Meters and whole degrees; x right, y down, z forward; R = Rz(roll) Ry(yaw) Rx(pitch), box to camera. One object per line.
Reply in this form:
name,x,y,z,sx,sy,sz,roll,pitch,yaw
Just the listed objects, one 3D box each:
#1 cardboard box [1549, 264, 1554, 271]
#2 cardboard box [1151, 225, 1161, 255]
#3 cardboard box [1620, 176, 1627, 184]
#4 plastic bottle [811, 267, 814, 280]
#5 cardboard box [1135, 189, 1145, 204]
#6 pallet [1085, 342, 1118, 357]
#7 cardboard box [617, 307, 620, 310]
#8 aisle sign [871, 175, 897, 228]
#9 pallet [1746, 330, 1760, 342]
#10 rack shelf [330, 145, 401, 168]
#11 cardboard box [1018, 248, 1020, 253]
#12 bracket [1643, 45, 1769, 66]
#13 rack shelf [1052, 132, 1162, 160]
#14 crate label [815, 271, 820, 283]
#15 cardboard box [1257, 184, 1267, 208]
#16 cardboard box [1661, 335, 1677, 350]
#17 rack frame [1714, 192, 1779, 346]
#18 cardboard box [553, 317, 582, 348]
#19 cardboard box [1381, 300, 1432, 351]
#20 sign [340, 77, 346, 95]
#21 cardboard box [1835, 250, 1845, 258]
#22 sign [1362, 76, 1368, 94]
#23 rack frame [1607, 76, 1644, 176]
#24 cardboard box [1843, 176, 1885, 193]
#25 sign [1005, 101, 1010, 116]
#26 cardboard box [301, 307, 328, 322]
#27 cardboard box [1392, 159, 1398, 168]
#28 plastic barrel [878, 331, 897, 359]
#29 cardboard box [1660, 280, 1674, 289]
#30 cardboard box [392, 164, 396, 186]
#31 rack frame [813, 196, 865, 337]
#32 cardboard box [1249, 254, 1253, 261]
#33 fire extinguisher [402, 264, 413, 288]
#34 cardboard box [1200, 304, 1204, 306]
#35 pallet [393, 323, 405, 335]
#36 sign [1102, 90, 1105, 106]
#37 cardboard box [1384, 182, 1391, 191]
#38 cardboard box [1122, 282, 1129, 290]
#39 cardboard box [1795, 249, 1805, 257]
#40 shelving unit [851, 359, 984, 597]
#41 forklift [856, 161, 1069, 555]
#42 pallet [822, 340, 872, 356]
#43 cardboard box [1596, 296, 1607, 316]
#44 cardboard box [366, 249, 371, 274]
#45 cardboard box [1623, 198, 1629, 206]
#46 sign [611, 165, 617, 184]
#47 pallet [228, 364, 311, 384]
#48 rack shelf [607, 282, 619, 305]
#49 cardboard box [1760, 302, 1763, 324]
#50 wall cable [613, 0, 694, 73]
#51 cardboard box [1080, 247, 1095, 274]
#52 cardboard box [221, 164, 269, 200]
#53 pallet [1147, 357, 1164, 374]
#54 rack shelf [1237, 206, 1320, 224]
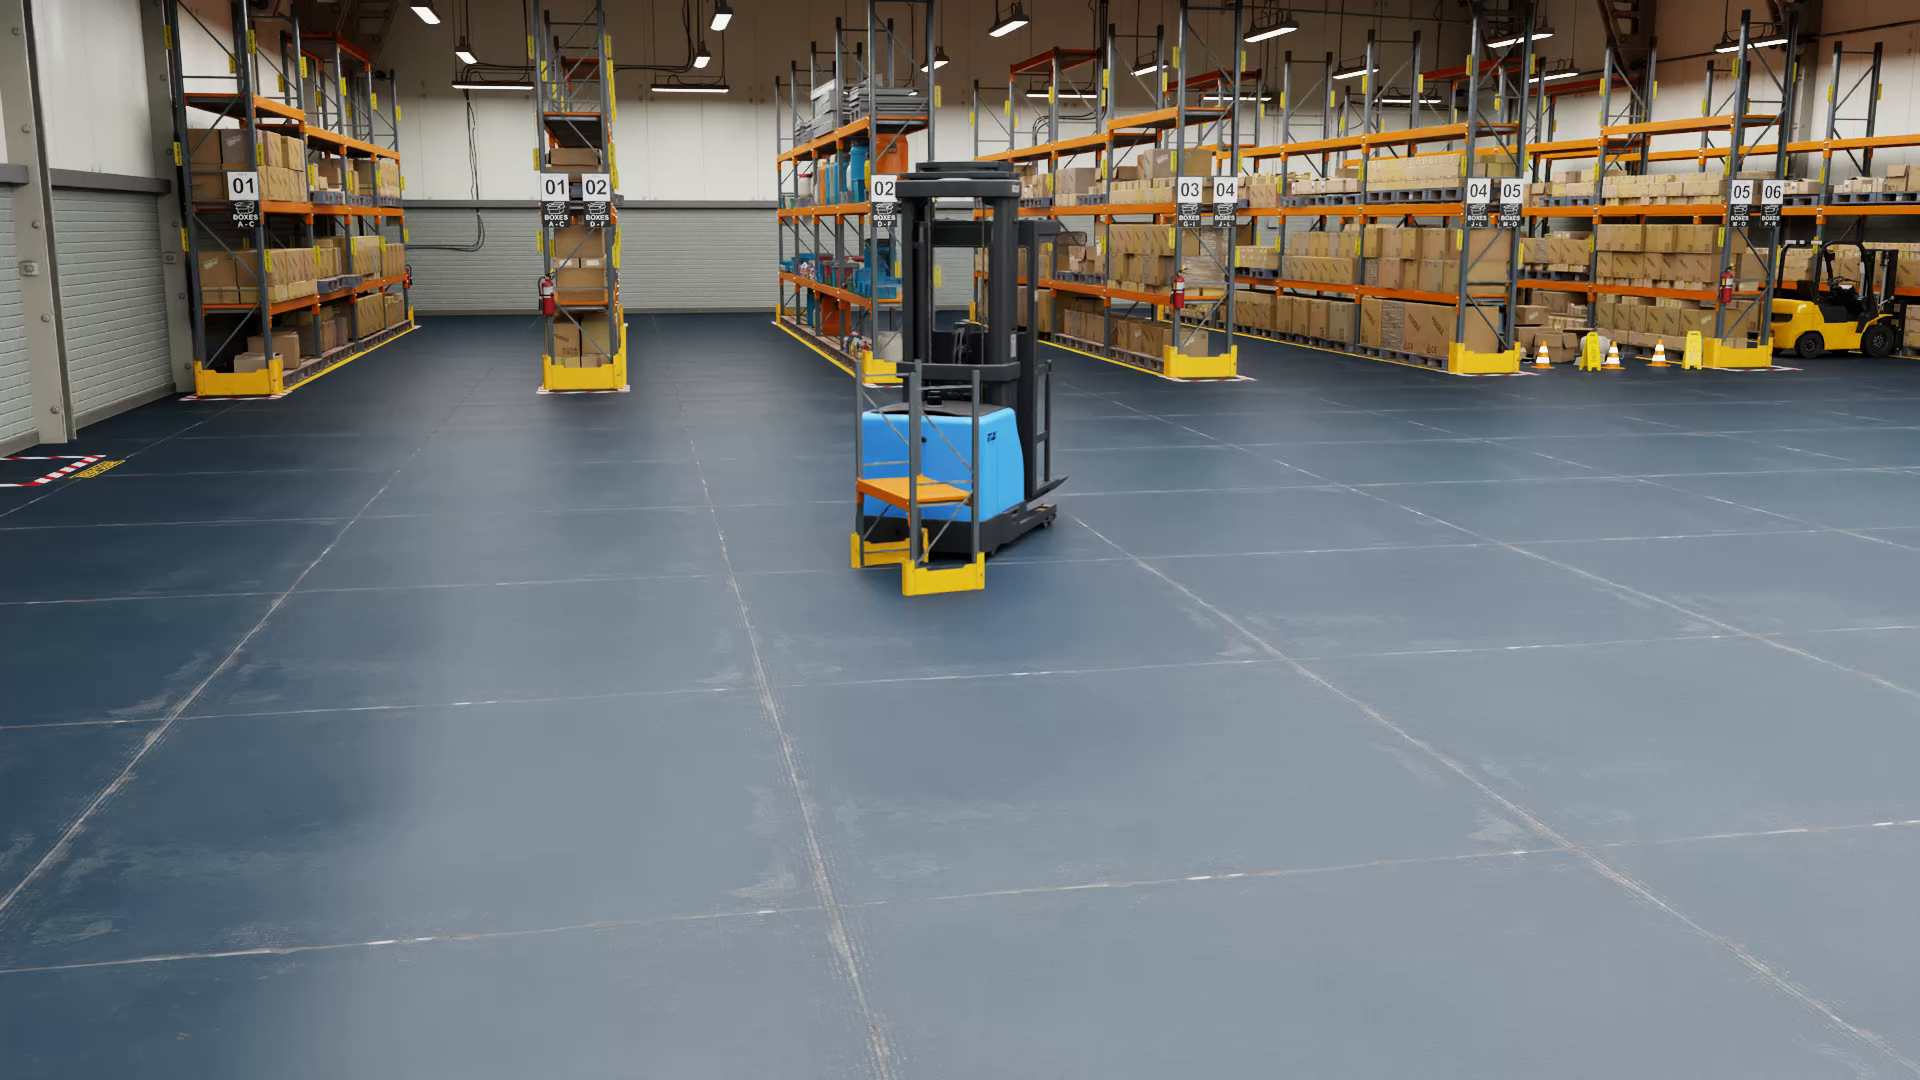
cardboard box,12.354,-5.608,34.189,0.380,0.149,0.250,-2,11,-11
cardboard box,3.514,-5.029,27.860,0.500,0.500,0.500,-2,11,-11
cardboard box,12.771,-6.830,31.577,0.380,0.149,0.250,-2,11,-13
plastic bottle,-3.071,-5.578,34.823,0.097,0.271,0.097,0,11,0
cardboard box,3.329,-5.916,28.637,0.500,0.250,0.500,-2,11,-12
pallet,3.035,-3.666,31.893,1.003,0.211,1.213,-2,11,-11
cardboard box,-7.423,-4.633,35.023,0.500,0.500,0.500,-3,11,-13
aisle sign,-1.170,-5.232,25.712,0.394,0.787,0.004,-2,11,-11
pallet,17.355,-4.423,35.869,1.003,0.211,1.213,-2,11,-11
rack shelf,-13.333,-8.584,37.223,1.077,0.370,4.000,-2,11,-11
cardboard box,1.280,-6.876,38.899,0.500,0.500,0.500,-2,11,-9
bracket,17.206,-11.213,38.415,0.076,0.066,4.783,-2,11,-11
rack shelf,2.799,-7.657,32.353,1.077,0.370,4.000,-2,11,-11
crate label,-2.734,-5.273,33.328,0.303,0.233,0.416,-2,11,-11
cardboard box,6.824,-7.498,36.278,0.500,0.500,0.500,-2,11,-11
cardboard box,13.173,-3.609,30.367,0.500,0.250,0.500,-2,11,-11
rack frame,13.687,-4.520,28.921,1.000,3.000,0.127,-2,11,-11
cardboard box,-6.453,-3.386,27.189,0.500,0.500,0.500,-2,11,-11
cardboard box,8.306,-3.934,30.404,0.875,0.875,0.875,-2,11,-11
sign,-11.636,-8.553,31.355,0.100,0.325,0.005,-2,11,-11
cardboard box,17.633,-5.687,33.051,0.380,0.149,0.250,-2,11,-10
sign,7.543,-8.478,30.961,0.100,0.325,0.005,-2,11,-11
rack frame,16.221,-9.849,40.875,1.000,3.000,0.127,-2,11,-11
cardboard box,17.700,-6.958,32.558,0.500,0.311,0.500,-2,11,-10
sign,1.083,-9.828,37.845,0.100,0.325,0.005,-2,11,-11
cardboard box,-11.821,-4.112,30.280,0.500,0.250,0.500,-2,11,-11
cardboard box,8.010,-6.786,29.954,0.380,0.149,0.250,-2,11,-10
plastic barrel,-1.193,-3.173,27.377,0.421,0.512,0.421,0,11,0
cardboard box,13.087,-4.689,30.483,0.380,0.149,0.250,-2,11,-12
cardboard box,-13.226,-8.361,38.083,0.500,0.500,0.500,-2,11,-9
rack frame,-2.448,-5.447,33.790,1.000,3.000,0.127,-2,11,-11
cardboard box,6.597,-6.235,36.683,0.380,0.149,0.250,-2,11,-11
fire extinguisher,-13.299,-6.377,39.882,0.296,0.674,0.183,-2,11,-11
cardboard box,6.048,-5.767,40.383,0.380,0.149,0.250,-2,11,-12
pallet,-13.256,-4.817,37.938,1.003,0.211,1.213,-2,11,-11
sign,2.940,-9.093,34.194,0.100,0.325,0.005,-2,11,-11
cardboard box,7.958,-6.442,30.280,0.380,0.149,0.250,-2,11,-12
cardboard box,3.113,-4.535,29.674,0.380,0.149,0.250,-2,11,-11
cardboard box,17.425,-5.904,34.189,0.380,0.149,0.250,-2,11,-12
shelving unit,-0.314,-0.469,11.650,0.587,1.500,1.083,-5,12,-23
forklift,0.171,-1.560,13.551,1.130,2.935,3.031,4,11,19
pallet,-2.102,-3.710,32.124,1.003,0.211,1.213,-2,11,-11
cardboard box,16.094,-5.783,41.122,0.500,0.500,0.500,-2,11,-9
cardboard box,-12.307,-5.672,33.860,0.500,0.500,0.500,-2,11,-9
cardboard box,12.881,-6.446,31.691,0.380,0.149,0.250,-2,11,-11
sign,-5.986,-6.320,28.764,0.100,0.325,0.005,-2,11,-11
pallet,-10.982,-2.637,26.485,1.003,0.211,1.213,-2,11,-11
rack shelf,-6.919,-4.547,30.987,1.077,0.370,4.000,-2,11,-11
cardboard box,17.521,-4.712,35.160,0.875,0.625,0.625,-2,11,-12
wall cable,-8.783,-13.952,45.065,3.097,2.526,0.112,-2,11,-11
cardboard box,2.760,-5.465,32.486,0.797,0.503,0.637,-1,11,-5
cardboard box,-10.430,-5.222,24.267,0.500,0.500,0.500,-2,11,-10
pallet,3.828,-2.954,28.151,1.003,0.211,1.213,-2,11,-11
rack shelf,6.906,-7.276,37.301,1.077,0.370,4.000,-2,11,-11
